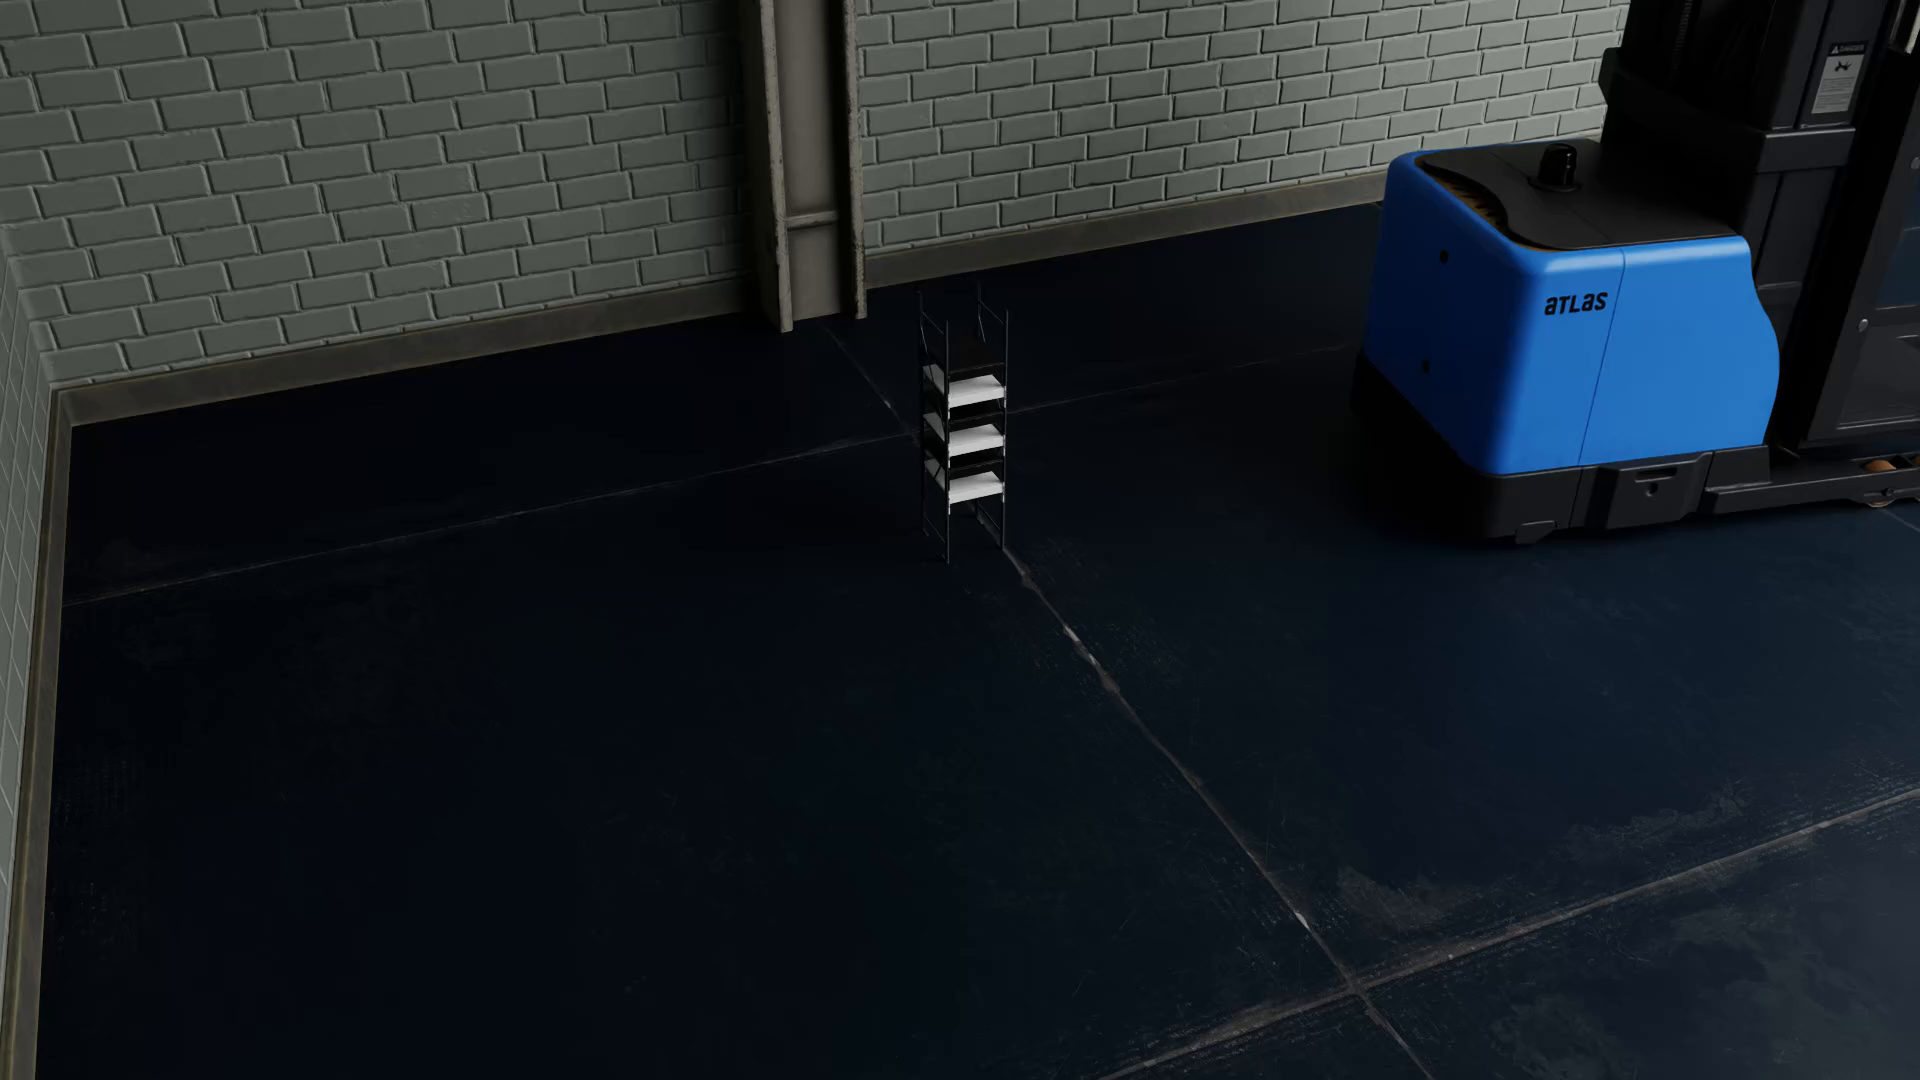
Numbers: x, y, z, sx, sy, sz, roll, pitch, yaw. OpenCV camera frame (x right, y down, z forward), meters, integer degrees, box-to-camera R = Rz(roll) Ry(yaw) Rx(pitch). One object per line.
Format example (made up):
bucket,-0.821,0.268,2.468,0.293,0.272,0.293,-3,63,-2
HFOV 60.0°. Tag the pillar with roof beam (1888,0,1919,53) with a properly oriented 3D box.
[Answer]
pillar with roof beam,6.553,-3.880,3.462,0.400,9.000,9.100,-13,35,-19

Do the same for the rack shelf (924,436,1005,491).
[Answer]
rack shelf,0.007,-0.276,5.574,0.200,0.077,0.258,-13,35,-19

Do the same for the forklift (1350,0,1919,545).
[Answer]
forklift,3.073,-1.619,5.551,3.031,2.935,1.130,-7,34,-10

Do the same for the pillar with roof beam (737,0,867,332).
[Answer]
pillar with roof beam,1.021,-2.613,1.515,0.400,9.000,9.100,-13,35,-19

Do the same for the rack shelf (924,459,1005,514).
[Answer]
rack shelf,0.007,-0.200,5.624,0.200,0.077,0.258,-13,35,-19

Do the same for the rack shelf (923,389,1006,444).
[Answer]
rack shelf,0.007,-0.426,5.476,0.200,0.077,0.258,-13,35,-19

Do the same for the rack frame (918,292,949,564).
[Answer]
rack frame,-0.086,-0.357,5.474,0.006,0.900,0.240,-13,35,-19

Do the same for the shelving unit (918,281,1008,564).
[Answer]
shelving unit,0.007,-0.379,5.507,0.210,0.900,0.258,-13,35,-19

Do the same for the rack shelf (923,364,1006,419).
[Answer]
rack shelf,0.007,-0.502,5.427,0.200,0.077,0.258,-13,35,-19

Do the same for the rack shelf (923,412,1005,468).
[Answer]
rack shelf,0.007,-0.351,5.525,0.200,0.077,0.258,-13,35,-19

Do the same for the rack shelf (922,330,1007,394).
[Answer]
rack shelf,0.007,-0.577,5.378,0.200,0.077,0.258,-13,35,-19

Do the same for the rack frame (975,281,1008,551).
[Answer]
rack frame,0.101,-0.400,5.540,0.006,0.900,0.240,-13,35,-19
